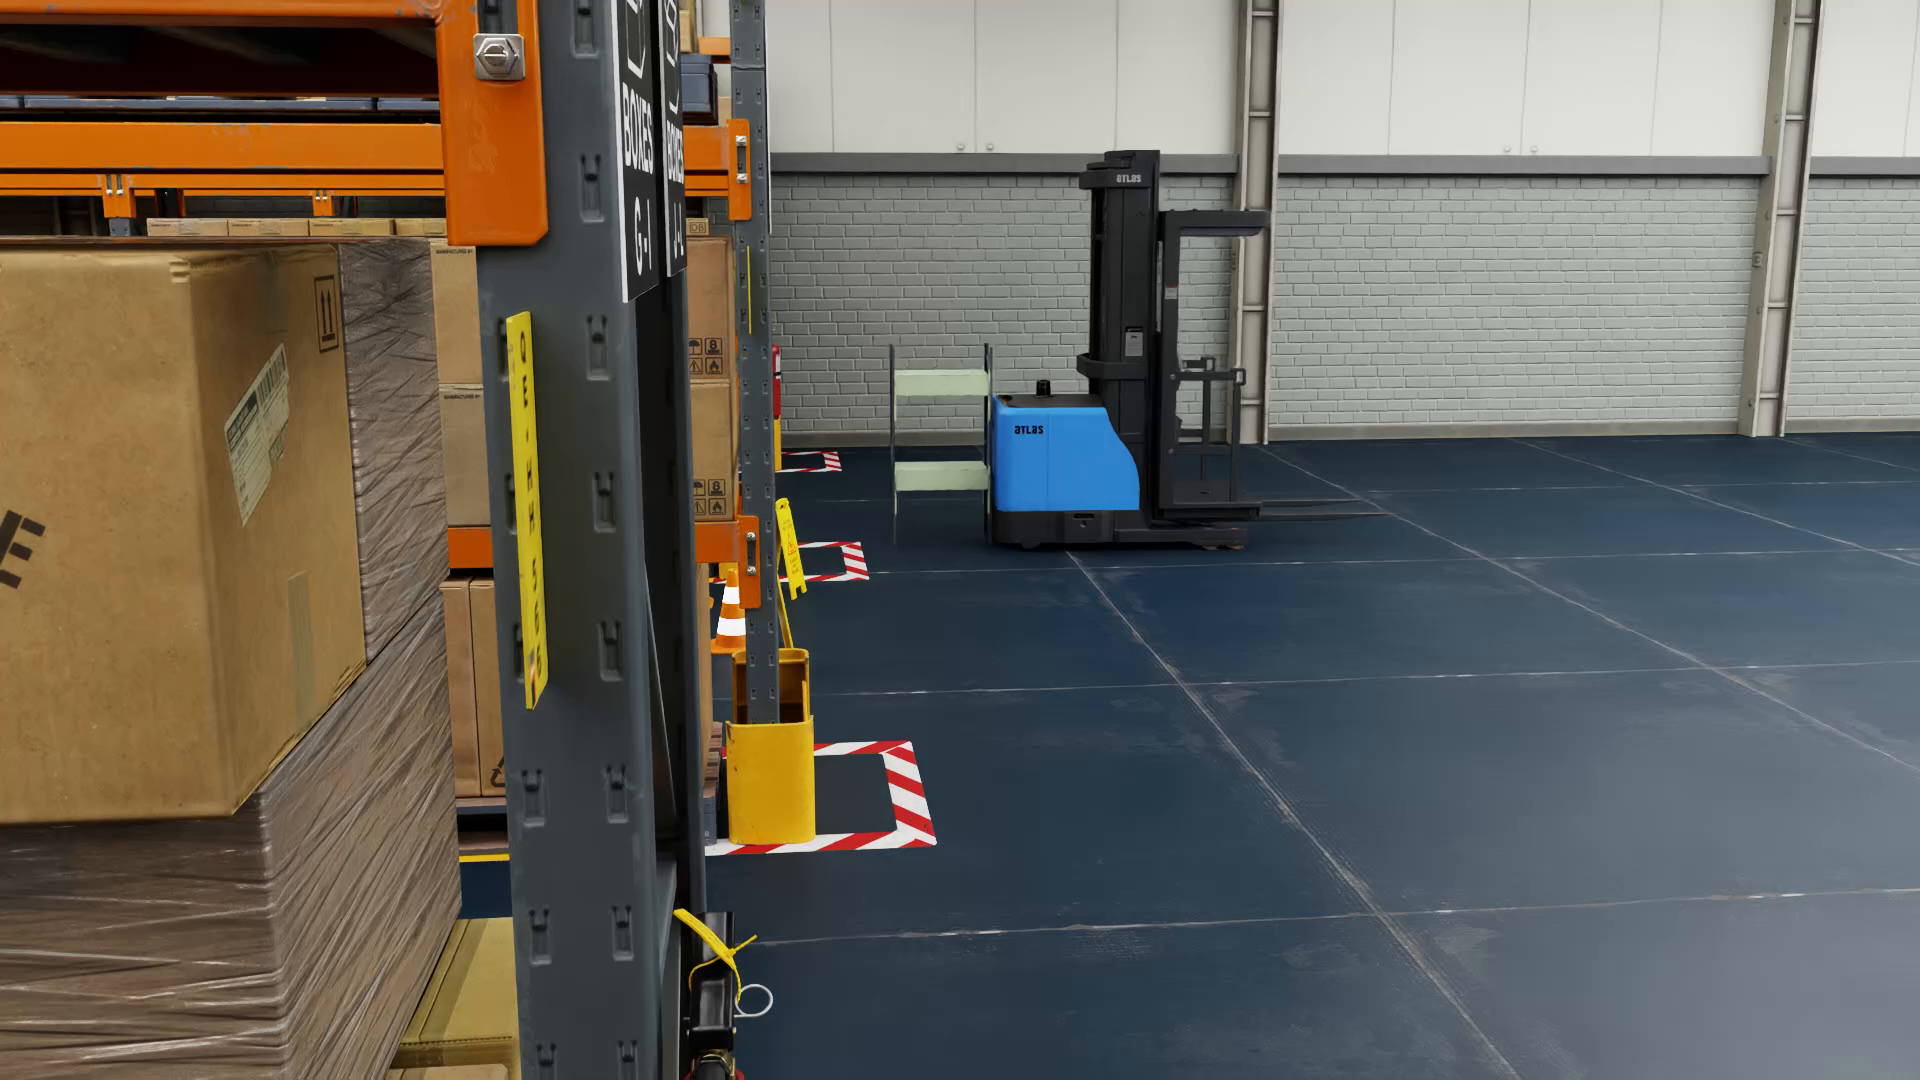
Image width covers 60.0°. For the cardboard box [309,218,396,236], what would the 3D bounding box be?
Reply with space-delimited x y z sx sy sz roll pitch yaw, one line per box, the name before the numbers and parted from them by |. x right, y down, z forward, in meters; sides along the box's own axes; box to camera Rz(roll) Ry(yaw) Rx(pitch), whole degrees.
cardboard box | -3.978 -1.892 11.093 0.500 0.500 0.700 -1 11 -7

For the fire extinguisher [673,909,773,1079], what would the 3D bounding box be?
fire extinguisher | -0.241 0.714 1.660 0.183 0.674 0.296 -1 11 -6

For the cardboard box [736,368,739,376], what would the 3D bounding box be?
cardboard box | -2.438 -1.540 16.374 0.500 0.250 0.500 -1 11 -4

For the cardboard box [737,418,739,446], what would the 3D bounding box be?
cardboard box | -2.447 -1.049 16.465 0.500 0.250 0.500 -1 11 -6

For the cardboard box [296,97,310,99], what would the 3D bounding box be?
cardboard box | -4.320 -2.926 10.783 0.250 0.149 0.380 -1 11 -7

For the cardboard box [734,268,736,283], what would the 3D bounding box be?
cardboard box | -2.380 -2.672 16.743 0.250 0.149 0.380 -1 11 -8

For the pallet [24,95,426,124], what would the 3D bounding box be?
pallet | -2.792 -1.748 6.437 1.213 0.211 1.003 -1 11 -6

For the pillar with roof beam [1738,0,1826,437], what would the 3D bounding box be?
pillar with roof beam | 9.591 -4.789 13.897 0.400 9.000 9.100 -1 11 -6

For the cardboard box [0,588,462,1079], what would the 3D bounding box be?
cardboard box | -0.954 0.401 2.020 0.500 0.500 0.875 -1 11 -6

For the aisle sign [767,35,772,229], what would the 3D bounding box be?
aisle sign | -0.802 -1.698 6.988 0.004 0.787 0.394 -1 11 -6

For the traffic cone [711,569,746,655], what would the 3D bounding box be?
traffic cone | -1.305 0.397 9.651 0.334 0.463 0.336 -1 11 -6

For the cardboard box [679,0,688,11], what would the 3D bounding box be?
cardboard box | -1.296 -2.099 6.261 0.500 0.250 0.500 -1 11 -5

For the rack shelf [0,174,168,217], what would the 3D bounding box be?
rack shelf | -7.440 -2.304 10.901 4.000 0.370 1.077 -1 11 -6

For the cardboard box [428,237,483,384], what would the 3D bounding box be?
cardboard box | -1.750 -0.937 6.671 0.550 0.550 0.875 -1 11 -6

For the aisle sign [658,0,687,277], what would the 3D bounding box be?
aisle sign | -0.375 -0.744 2.138 0.004 0.787 0.394 -1 11 -6

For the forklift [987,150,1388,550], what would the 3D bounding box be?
forklift | 1.749 -1.464 12.716 3.031 2.935 1.130 -1 11 -4

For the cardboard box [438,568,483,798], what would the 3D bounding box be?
cardboard box | -2.381 0.519 6.872 0.875 0.875 0.875 -1 11 -7

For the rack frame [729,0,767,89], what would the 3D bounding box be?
rack frame | -0.840 -3.307 6.360 0.127 3.000 1.000 -1 11 -6

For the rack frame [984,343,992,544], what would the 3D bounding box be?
rack frame | 0.216 -0.740 12.745 0.023 1.500 0.400 -1 11 -4

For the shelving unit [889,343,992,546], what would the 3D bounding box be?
shelving unit | -0.149 -0.735 12.718 0.755 1.500 0.431 -1 11 -4

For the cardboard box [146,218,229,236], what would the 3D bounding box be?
cardboard box | -4.990 -1.880 11.033 0.500 0.500 0.700 -1 11 -7

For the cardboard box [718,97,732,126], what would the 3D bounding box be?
cardboard box | -2.428 -3.982 15.965 0.500 0.500 0.500 -1 11 -4

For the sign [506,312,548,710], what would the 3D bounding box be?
sign | -0.364 -0.026 1.404 0.005 0.325 0.100 -1 11 -6

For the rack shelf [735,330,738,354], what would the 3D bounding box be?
rack shelf | -4.003 -1.867 16.456 4.000 0.370 1.077 -1 11 -6

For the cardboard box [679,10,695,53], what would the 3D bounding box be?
cardboard box | -1.134 -1.895 6.258 0.250 0.149 0.380 -1 11 -6

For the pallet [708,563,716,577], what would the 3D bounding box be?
pallet | -2.362 0.070 11.966 1.213 0.211 1.003 -1 11 -6

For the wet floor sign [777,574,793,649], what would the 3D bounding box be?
wet floor sign | -1.025 0.412 9.101 0.232 0.644 0.267 -3 12 -16

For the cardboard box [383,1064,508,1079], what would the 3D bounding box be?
cardboard box | -0.665 0.759 1.883 0.250 0.149 0.380 -1 11 -6

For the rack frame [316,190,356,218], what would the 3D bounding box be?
rack frame | -5.991 -2.179 16.175 0.127 3.000 1.000 -1 11 -6

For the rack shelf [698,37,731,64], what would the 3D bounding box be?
rack shelf | -4.003 -4.615 15.916 4.000 0.370 1.077 -1 11 -6

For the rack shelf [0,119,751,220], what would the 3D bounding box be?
rack shelf | -2.828 -1.440 6.507 4.000 0.370 1.077 -1 11 -6

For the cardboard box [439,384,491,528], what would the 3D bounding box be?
cardboard box | -1.748 -0.405 6.762 0.550 0.550 0.875 -1 11 -6

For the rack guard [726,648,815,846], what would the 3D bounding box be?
rack guard | -0.816 0.863 7.183 0.348 0.500 1.175 -1 11 -6

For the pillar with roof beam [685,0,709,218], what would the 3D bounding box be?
pillar with roof beam | -2.339 -4.539 12.626 0.400 9.000 9.100 -1 11 -6

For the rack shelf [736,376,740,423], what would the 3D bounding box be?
rack shelf | -3.463 -0.916 11.614 4.000 0.370 1.077 -1 11 -6

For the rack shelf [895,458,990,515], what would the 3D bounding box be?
rack shelf | -0.149 -0.415 12.781 0.720 0.370 0.431 -1 11 -4

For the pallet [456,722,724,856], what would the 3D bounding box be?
pallet | -1.626 1.037 7.047 1.213 0.211 1.003 -1 11 -6

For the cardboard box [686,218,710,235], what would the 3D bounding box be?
cardboard box | -1.959 -1.943 11.355 0.500 0.500 0.700 -1 11 -7

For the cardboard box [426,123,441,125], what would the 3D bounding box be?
cardboard box | -3.472 -2.759 10.969 0.500 0.250 0.500 -1 11 -6

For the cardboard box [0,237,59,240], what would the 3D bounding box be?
cardboard box | -1.478 -0.127 2.117 0.500 0.500 0.500 -1 11 -6

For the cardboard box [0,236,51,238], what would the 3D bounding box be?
cardboard box | -3.911 -0.918 6.574 0.550 0.550 0.875 -1 11 -6

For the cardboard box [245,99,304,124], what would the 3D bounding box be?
cardboard box | -4.473 -2.740 10.873 0.500 0.250 0.500 -1 11 -7

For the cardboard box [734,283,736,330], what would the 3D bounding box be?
cardboard box | -2.537 -2.354 16.807 0.500 0.500 0.500 -1 11 -4
